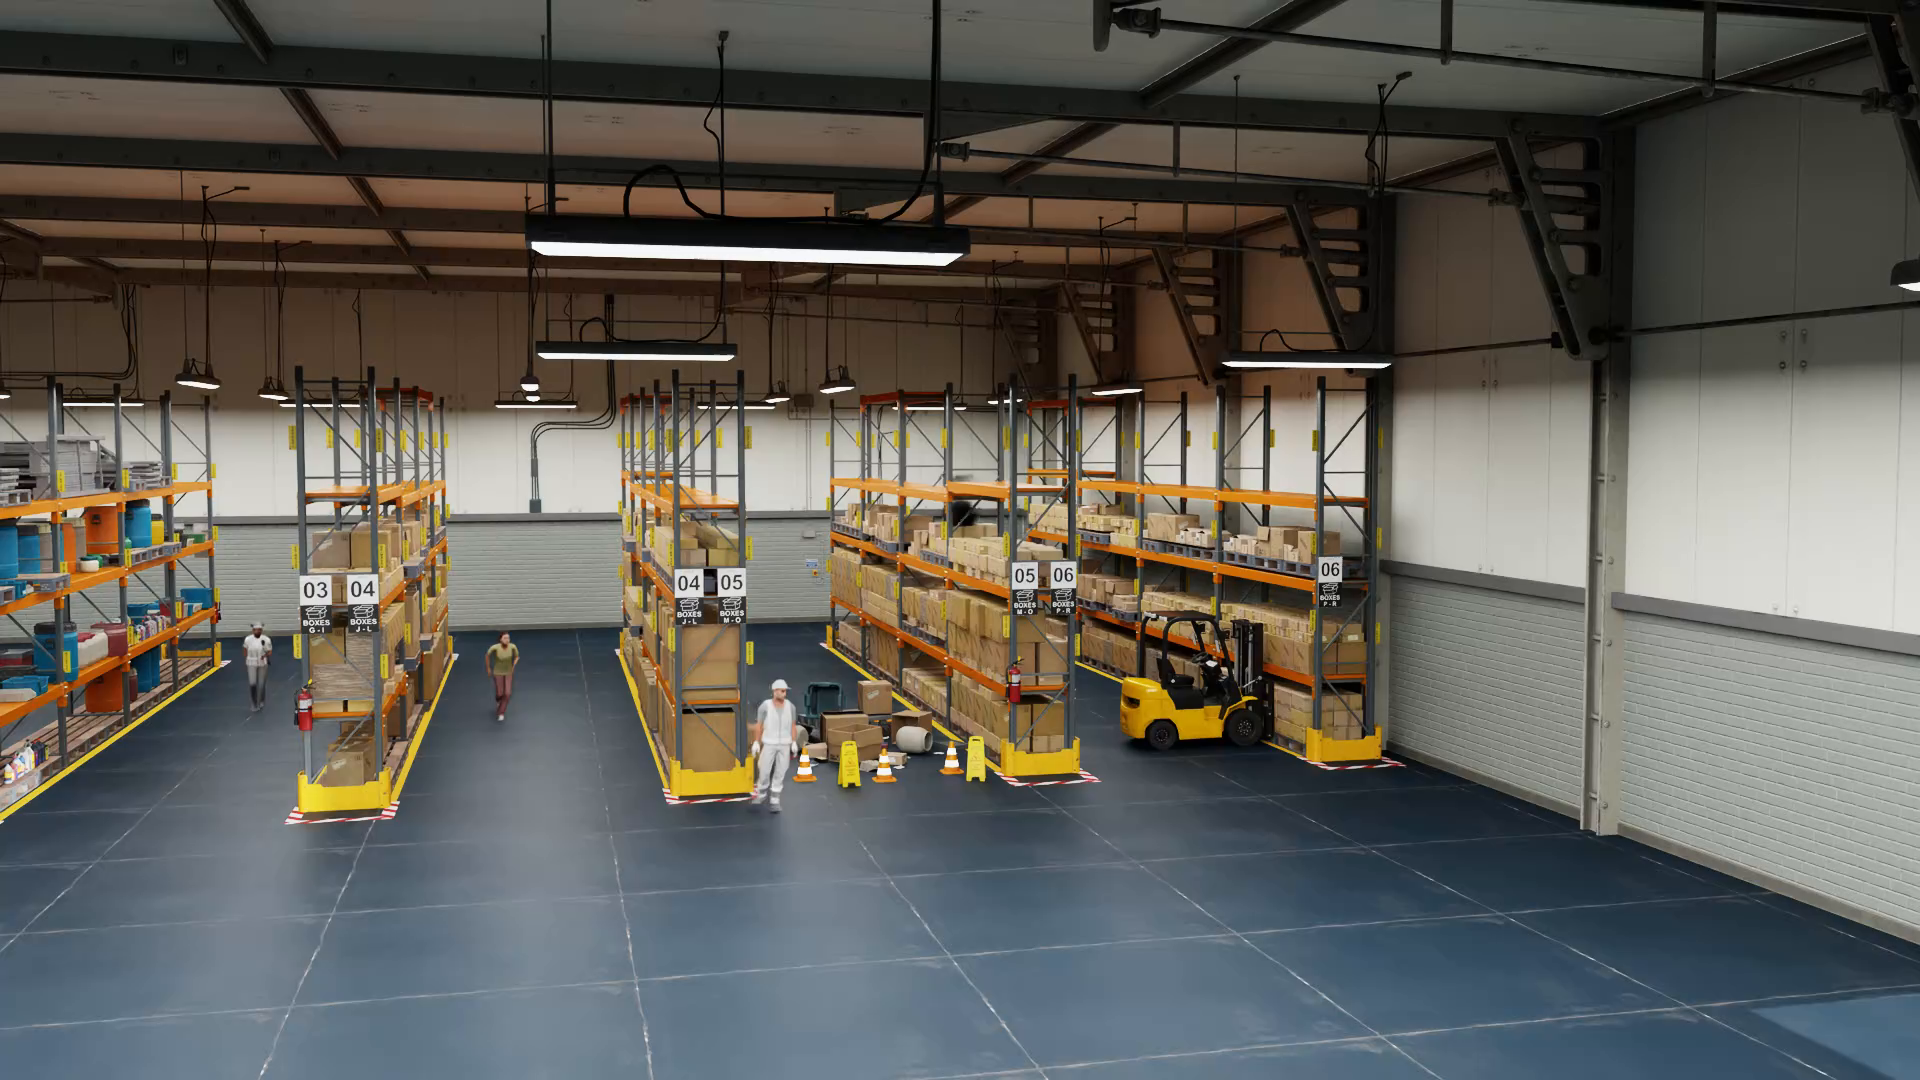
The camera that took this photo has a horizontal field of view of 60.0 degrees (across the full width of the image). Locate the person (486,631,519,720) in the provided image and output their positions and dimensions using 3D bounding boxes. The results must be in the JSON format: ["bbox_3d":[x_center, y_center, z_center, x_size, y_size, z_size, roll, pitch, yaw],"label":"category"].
[{"bbox_3d":[-8.216,2.423,29.886,0.566,1.601,0.648,-2,4,-31],"label":"person"}]

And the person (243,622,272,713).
[{"bbox_3d":[-12.983,2.345,30.743,0.493,1.708,0.779,-1,4,-24],"label":"person"}]

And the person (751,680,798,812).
[{"bbox_3d":[-2.514,2.763,22.449,0.622,1.781,0.450,-1,4,-22],"label":"person"}]
